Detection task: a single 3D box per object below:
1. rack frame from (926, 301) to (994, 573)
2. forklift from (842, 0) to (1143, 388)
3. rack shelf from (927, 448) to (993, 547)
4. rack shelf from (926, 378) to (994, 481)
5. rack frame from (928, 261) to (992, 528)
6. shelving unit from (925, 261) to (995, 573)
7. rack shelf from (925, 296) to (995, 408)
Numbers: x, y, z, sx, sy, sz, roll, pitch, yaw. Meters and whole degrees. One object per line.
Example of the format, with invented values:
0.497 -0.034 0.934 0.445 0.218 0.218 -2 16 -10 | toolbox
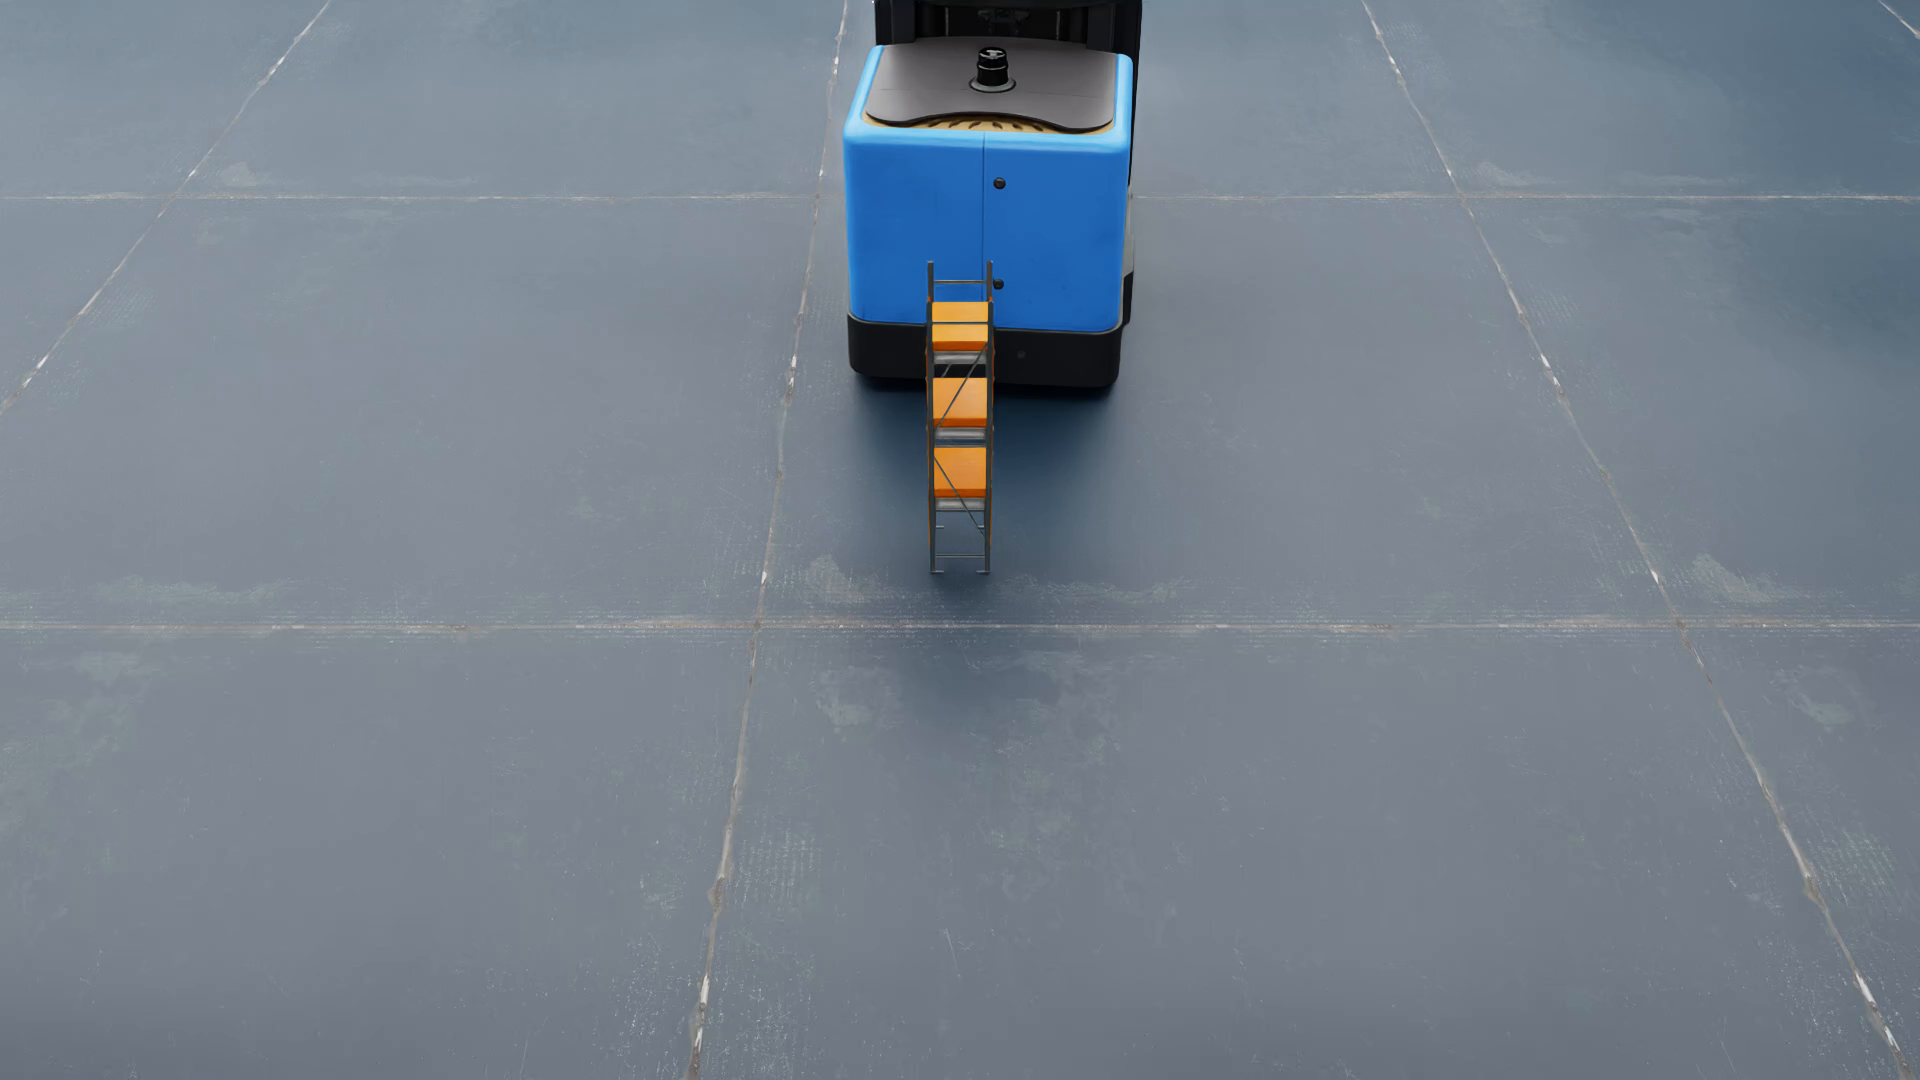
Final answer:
0.000 -0.300 5.285 0.200 1.050 0.008 0 39 0 | rack frame
0.220 -2.637 6.696 1.130 2.935 3.031 3 39 4 | forklift
0.000 -0.151 5.560 0.215 0.259 0.240 0 39 0 | rack shelf
0.000 -0.368 5.387 0.215 0.259 0.240 0 39 0 | rack shelf
0.000 -0.453 5.475 0.200 1.050 0.008 0 39 0 | rack frame
0.000 -0.376 5.380 0.215 1.050 0.252 0 39 0 | shelving unit
0.000 -0.589 5.209 0.215 0.259 0.240 0 39 0 | rack shelf
